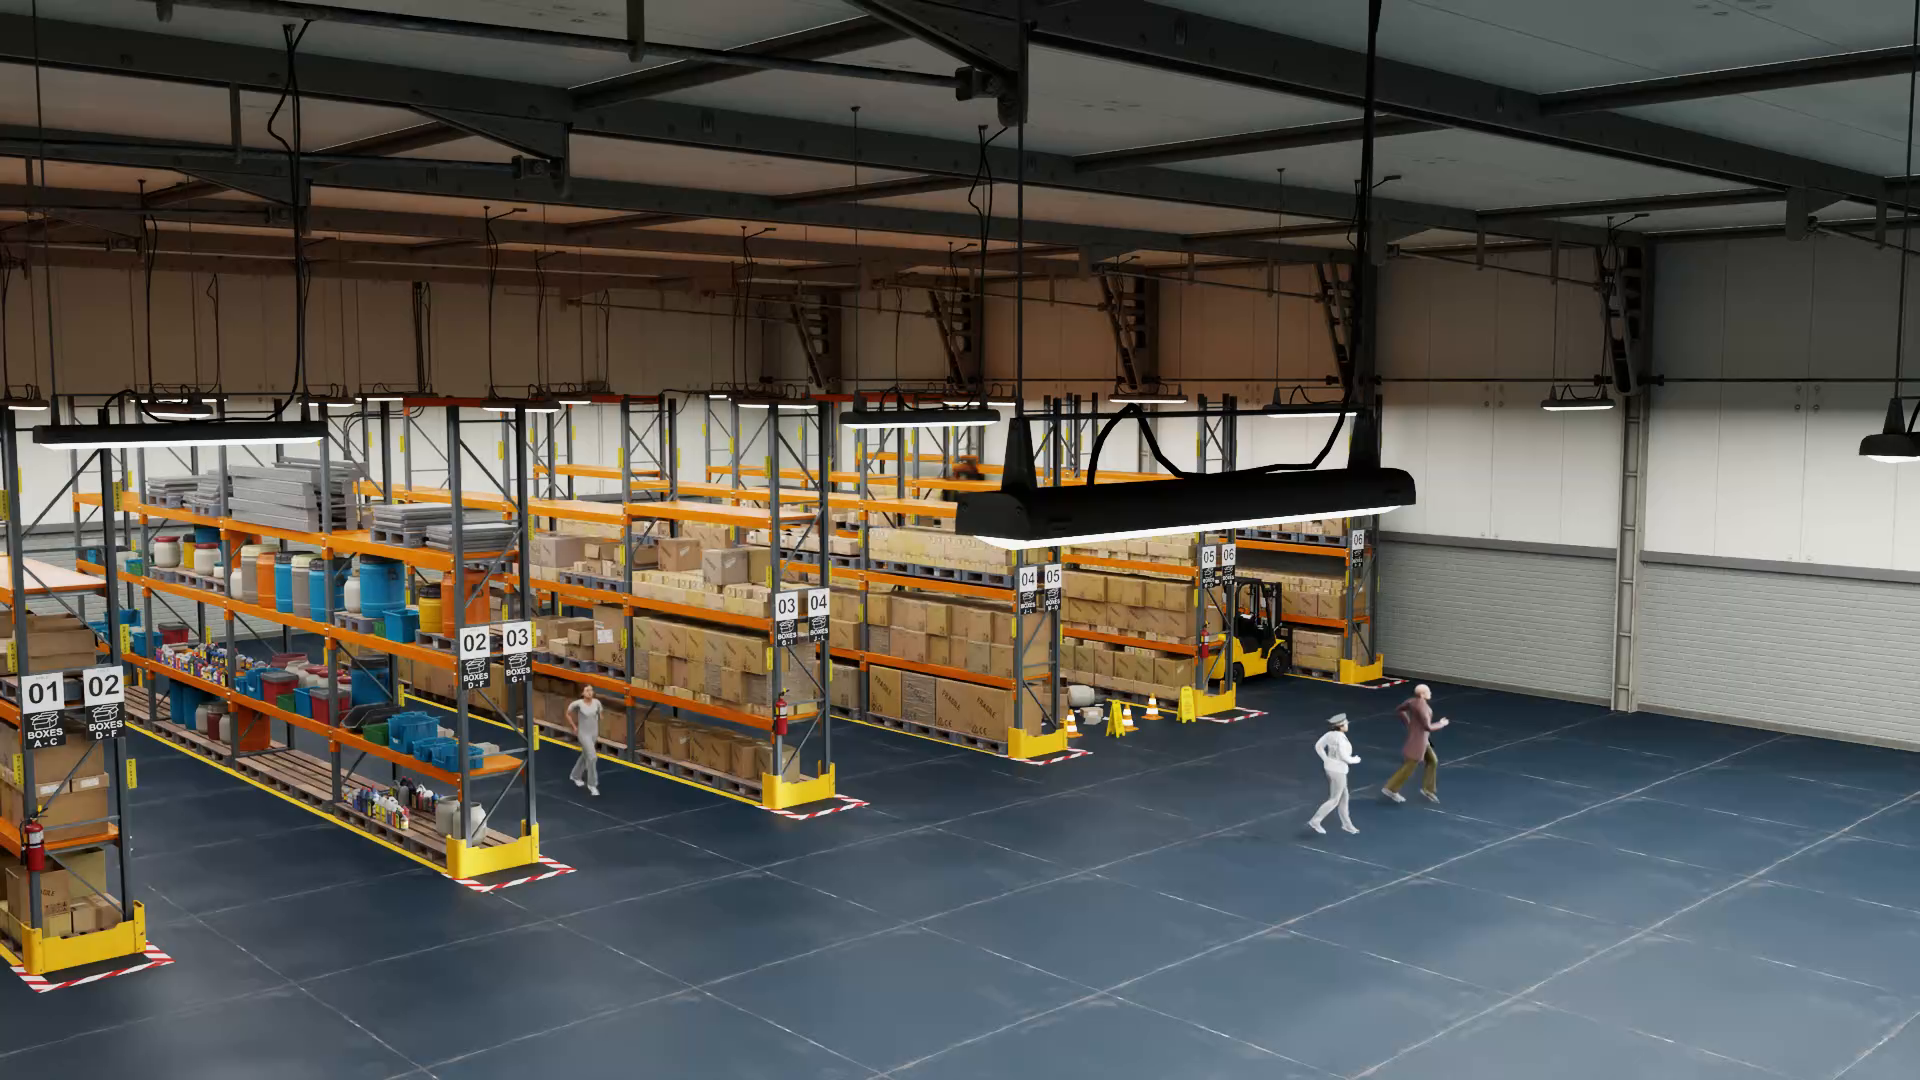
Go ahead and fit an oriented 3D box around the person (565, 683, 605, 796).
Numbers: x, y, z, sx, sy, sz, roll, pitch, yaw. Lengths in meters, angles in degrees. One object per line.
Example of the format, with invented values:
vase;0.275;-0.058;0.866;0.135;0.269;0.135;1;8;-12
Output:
person;-5.731;3.037;25.568;0.793;1.725;0.541;5;7;41

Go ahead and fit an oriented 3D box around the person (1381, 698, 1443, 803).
person;6.739;3.153;24.817;0.916;1.635;0.731;0;6;4

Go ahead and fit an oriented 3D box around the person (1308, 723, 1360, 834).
person;5.200;3.278;23.066;0.818;1.688;0.630;-1;6;-11
